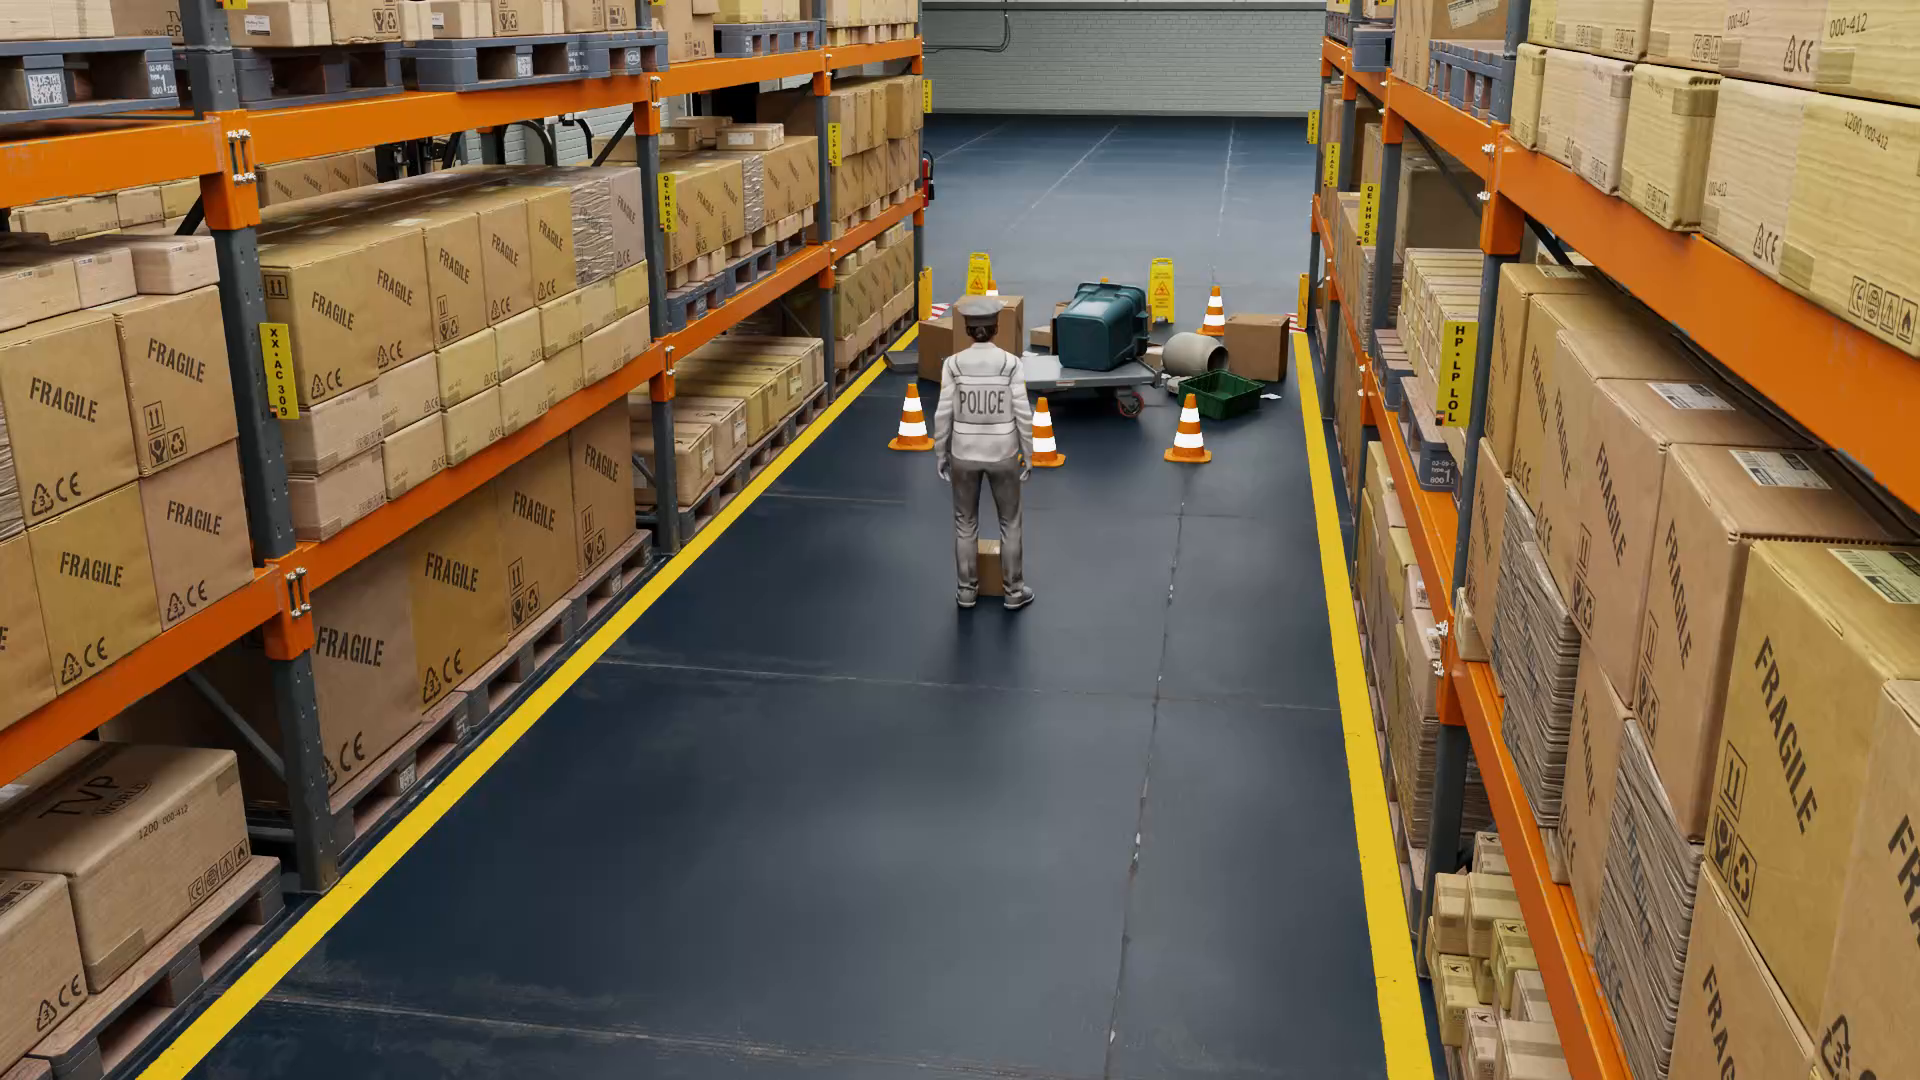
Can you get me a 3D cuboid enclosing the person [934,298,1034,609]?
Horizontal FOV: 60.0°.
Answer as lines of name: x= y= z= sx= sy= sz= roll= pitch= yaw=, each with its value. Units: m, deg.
person: x=0.132 y=-0.442 z=8.909 sx=0.543 sy=1.662 sz=0.376 roll=2 pitch=18 yaw=5
